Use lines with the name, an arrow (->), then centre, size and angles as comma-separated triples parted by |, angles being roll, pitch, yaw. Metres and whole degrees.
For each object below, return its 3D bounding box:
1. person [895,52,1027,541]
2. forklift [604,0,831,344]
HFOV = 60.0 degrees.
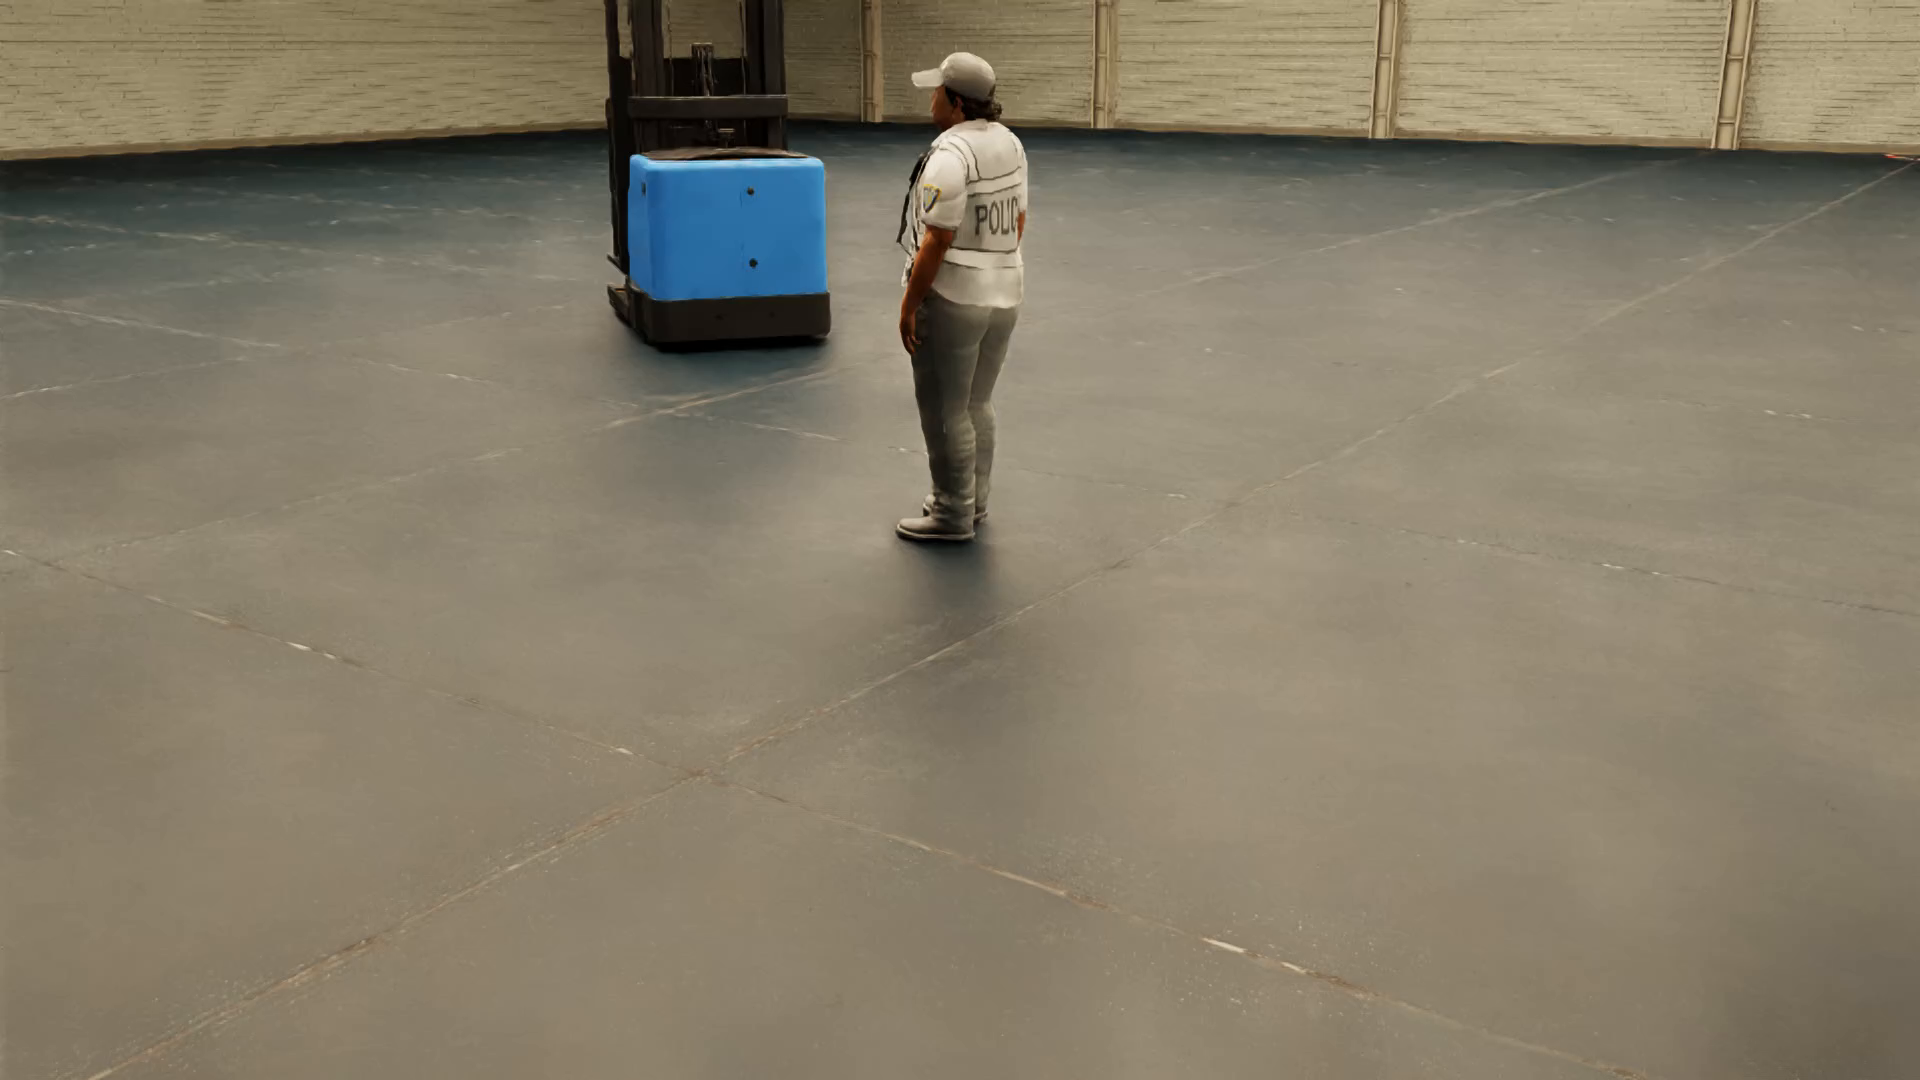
person -> -0.050, -0.823, 5.767 | 0.529, 1.669, 0.598 | 11, 20, 33
forklift -> -1.710, -2.913, 10.576 | 1.130, 2.935, 3.031 | -5, 17, -18
